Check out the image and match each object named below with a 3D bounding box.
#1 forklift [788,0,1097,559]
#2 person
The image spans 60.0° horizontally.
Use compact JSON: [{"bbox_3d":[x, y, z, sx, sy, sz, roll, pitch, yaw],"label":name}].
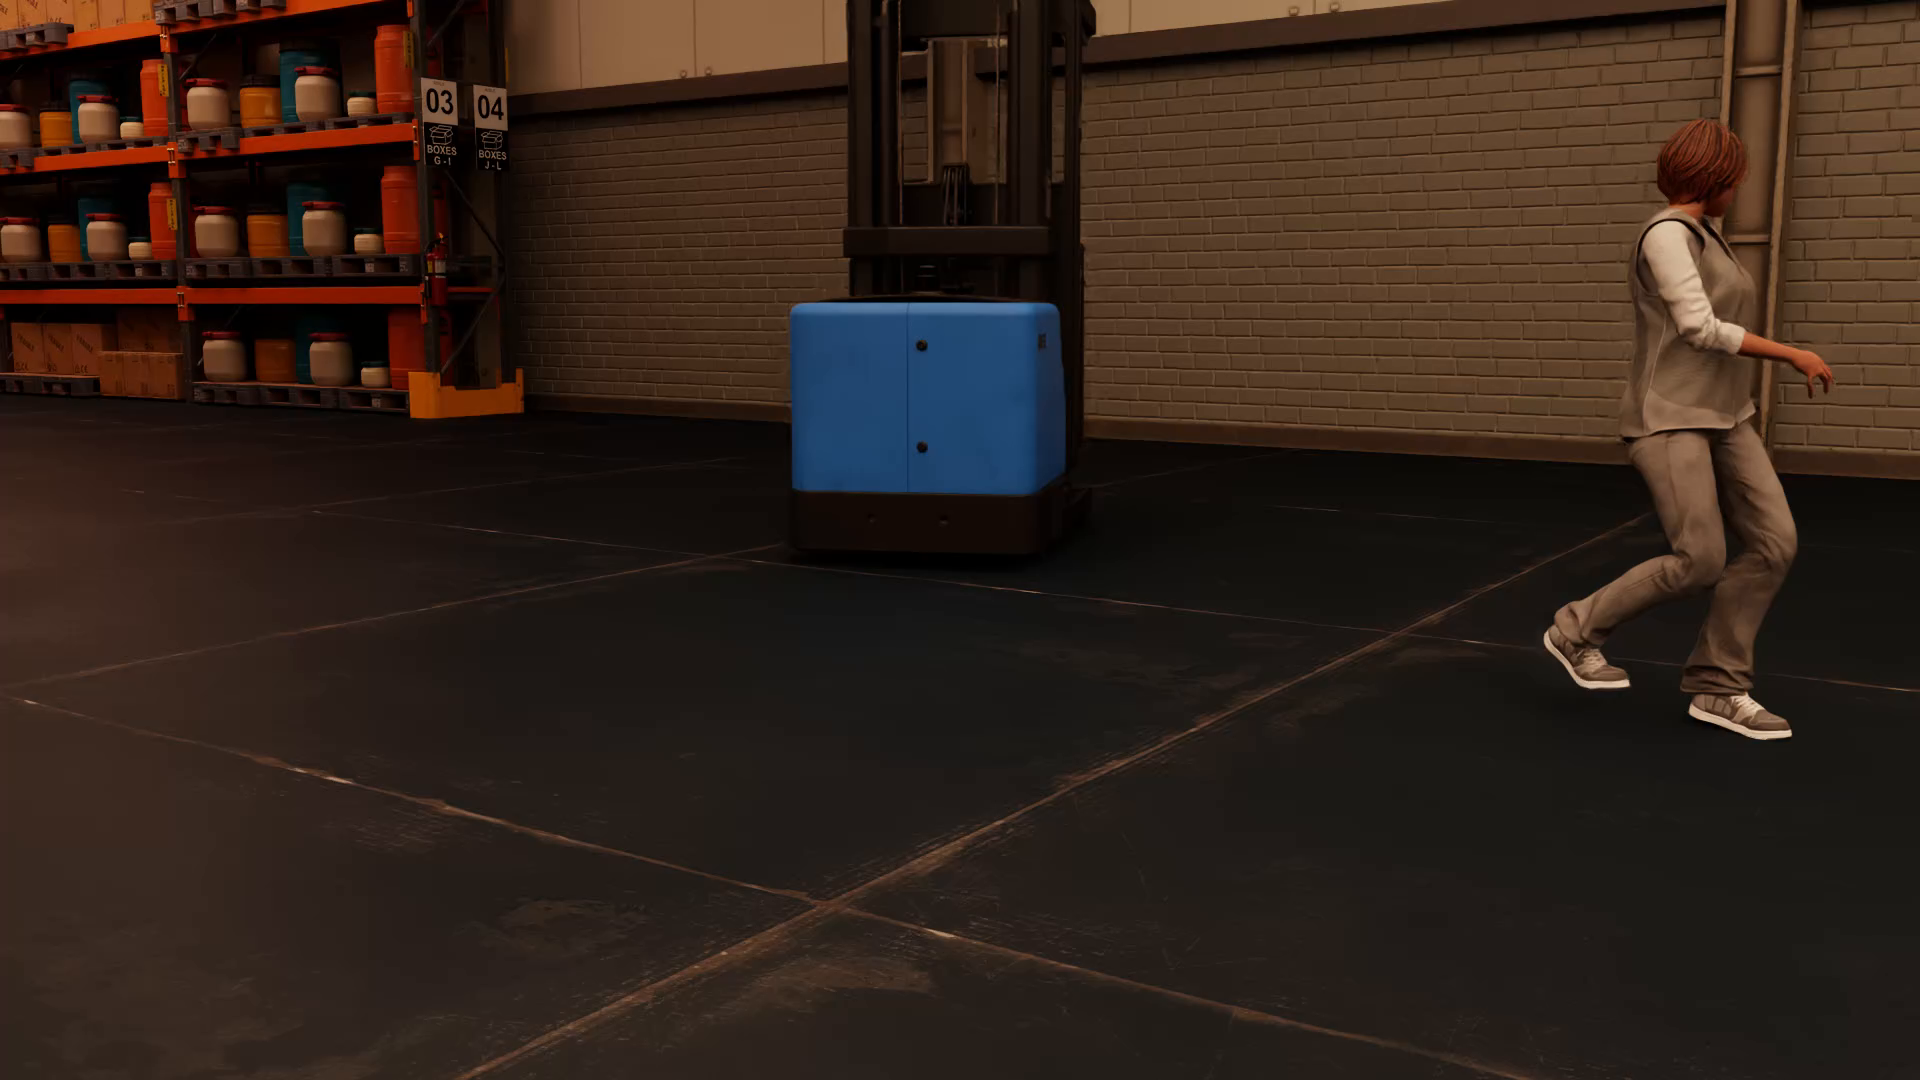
[{"bbox_3d":[0.062,-1.540,8.022,1.130,2.935,3.031,1,8,10],"label":"forklift"},{"bbox_3d":[1.879,-0.287,4.255,0.516,1.526,0.624,-6,10,-38],"label":"person"}]
